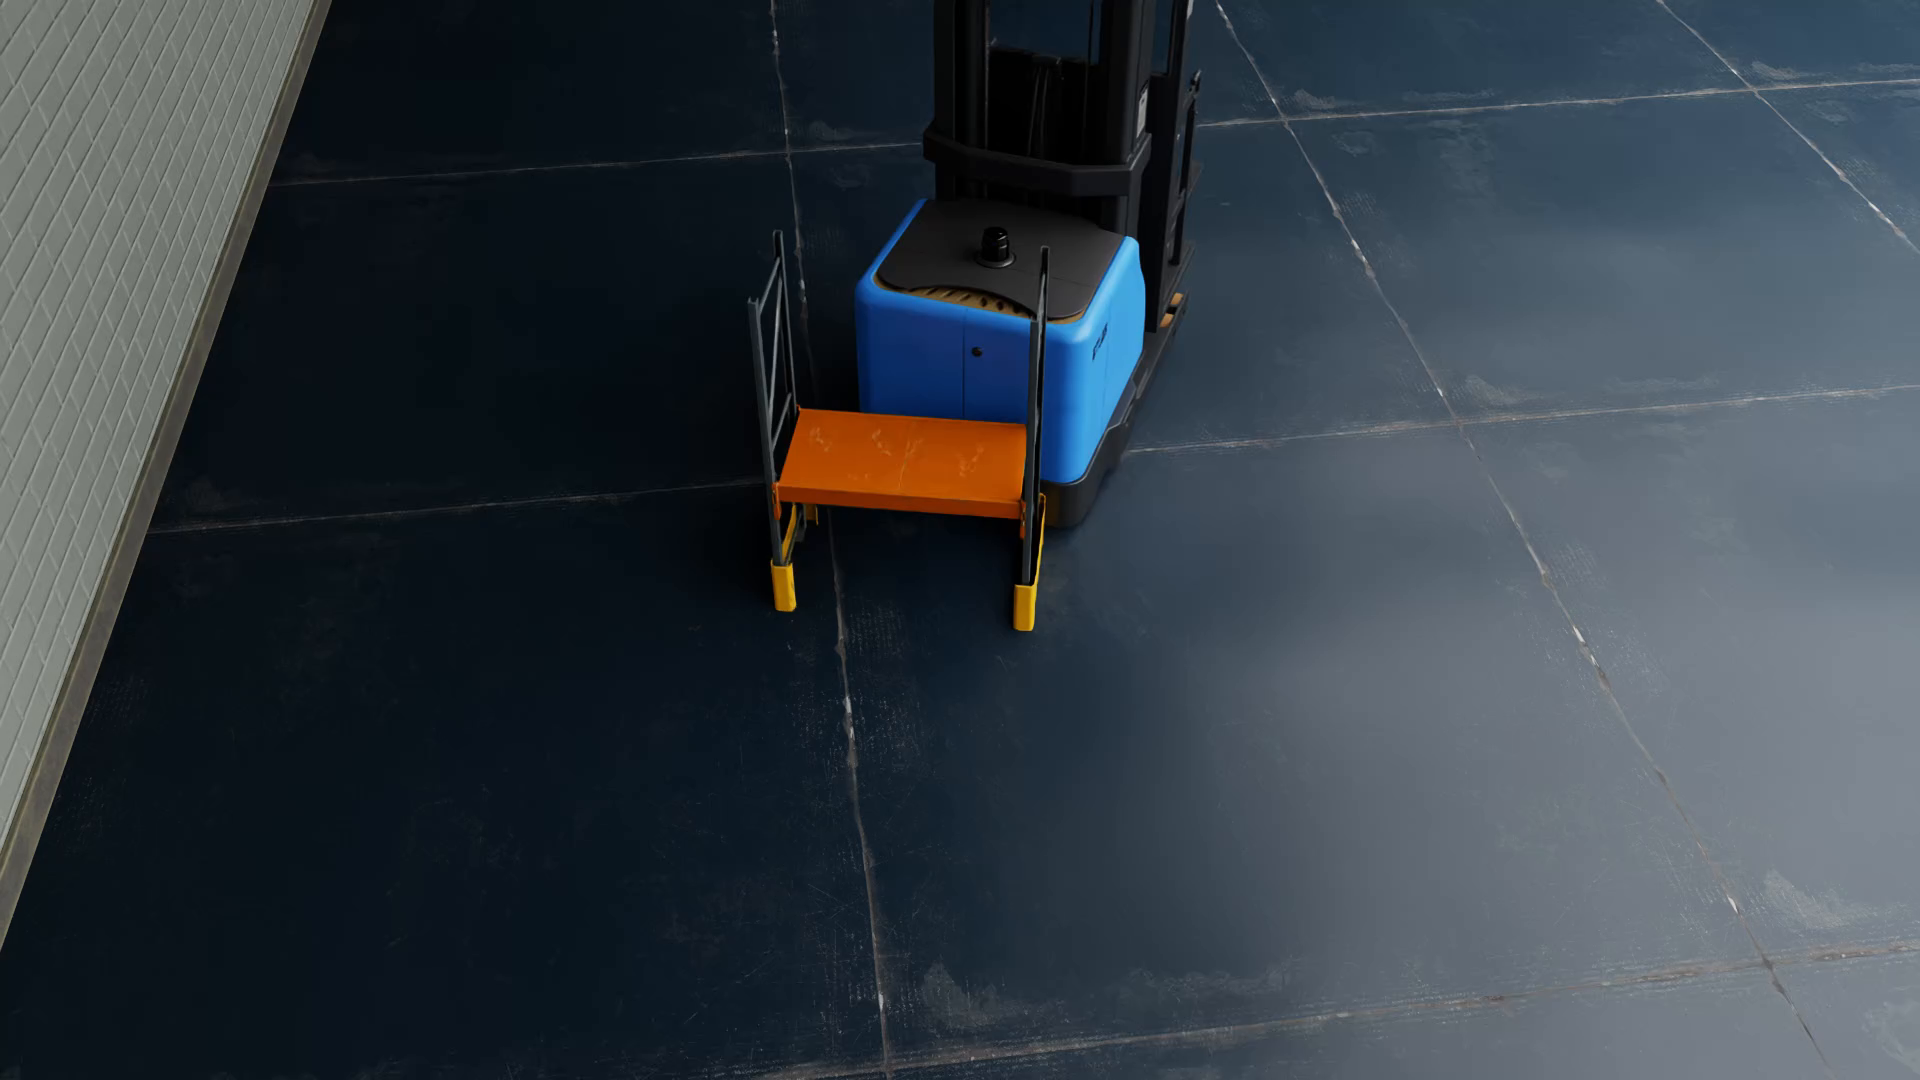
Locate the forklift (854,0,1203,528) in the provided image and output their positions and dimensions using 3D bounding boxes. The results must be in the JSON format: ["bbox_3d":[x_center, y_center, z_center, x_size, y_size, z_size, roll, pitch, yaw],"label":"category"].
[{"bbox_3d":[0.521,-2.141,7.435,1.130,2.935,3.031,13,44,14],"label":"forklift"}]

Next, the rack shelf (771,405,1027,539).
[{"bbox_3d":[-0.213,-0.283,6.712,1.000,0.185,0.538,4,42,5],"label":"rack shelf"}]

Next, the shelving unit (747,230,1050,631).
[{"bbox_3d":[-0.204,-0.416,6.591,1.083,1.500,0.587,4,42,5],"label":"shelving unit"}]

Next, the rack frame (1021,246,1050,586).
[{"bbox_3d":[0.292,-0.378,6.549,0.032,1.500,0.500,4,42,5],"label":"rack frame"}]

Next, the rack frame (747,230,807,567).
[{"bbox_3d":[-0.718,-0.455,6.635,0.032,1.500,0.500,4,42,5],"label":"rack frame"}]

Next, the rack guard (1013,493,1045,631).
[{"bbox_3d":[0.290,0.086,6.968,0.087,0.250,0.587,4,42,5],"label":"rack guard"}]

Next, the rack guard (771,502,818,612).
[{"bbox_3d":[-0.699,0.010,7.052,0.087,0.250,0.587,4,42,5],"label":"rack guard"}]
